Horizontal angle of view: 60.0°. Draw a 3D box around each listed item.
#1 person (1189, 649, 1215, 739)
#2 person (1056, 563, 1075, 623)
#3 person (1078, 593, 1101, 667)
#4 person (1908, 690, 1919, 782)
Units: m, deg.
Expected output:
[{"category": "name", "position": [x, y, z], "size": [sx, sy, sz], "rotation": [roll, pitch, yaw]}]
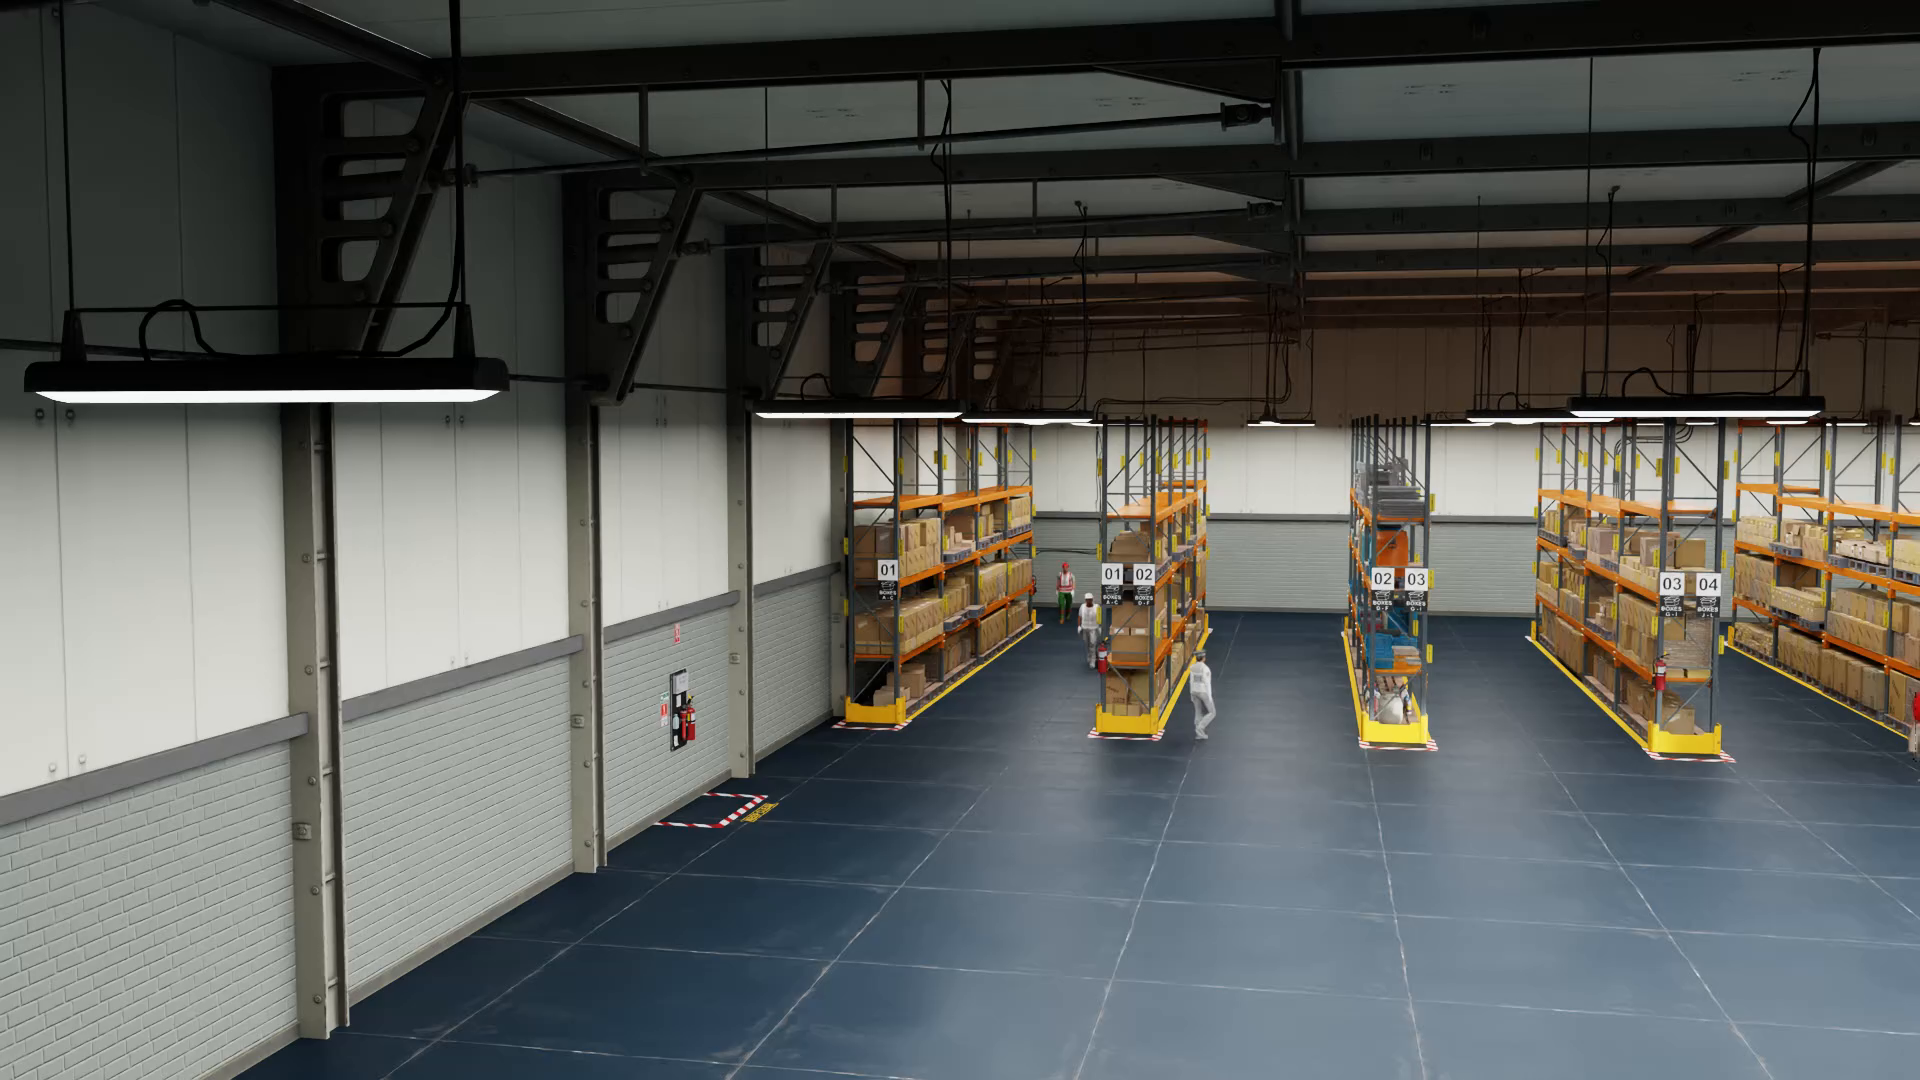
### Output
[{"category": "person", "position": [4.424, 2.858, 30.663], "size": [0.471, 1.663, 0.596], "rotation": [-3, 5, -38]}, {"category": "person", "position": [3.124, 1.550, 49.272], "size": [0.577, 1.738, 1.025], "rotation": [0, 4, 2]}, {"category": "person", "position": [3.115, 2.148, 40.167], "size": [0.570, 1.743, 0.902], "rotation": [2, 4, 22]}, {"category": "person", "position": [15.729, 3.050, 26.972], "size": [0.634, 1.708, 0.527], "rotation": [-2, 4, -31]}]
